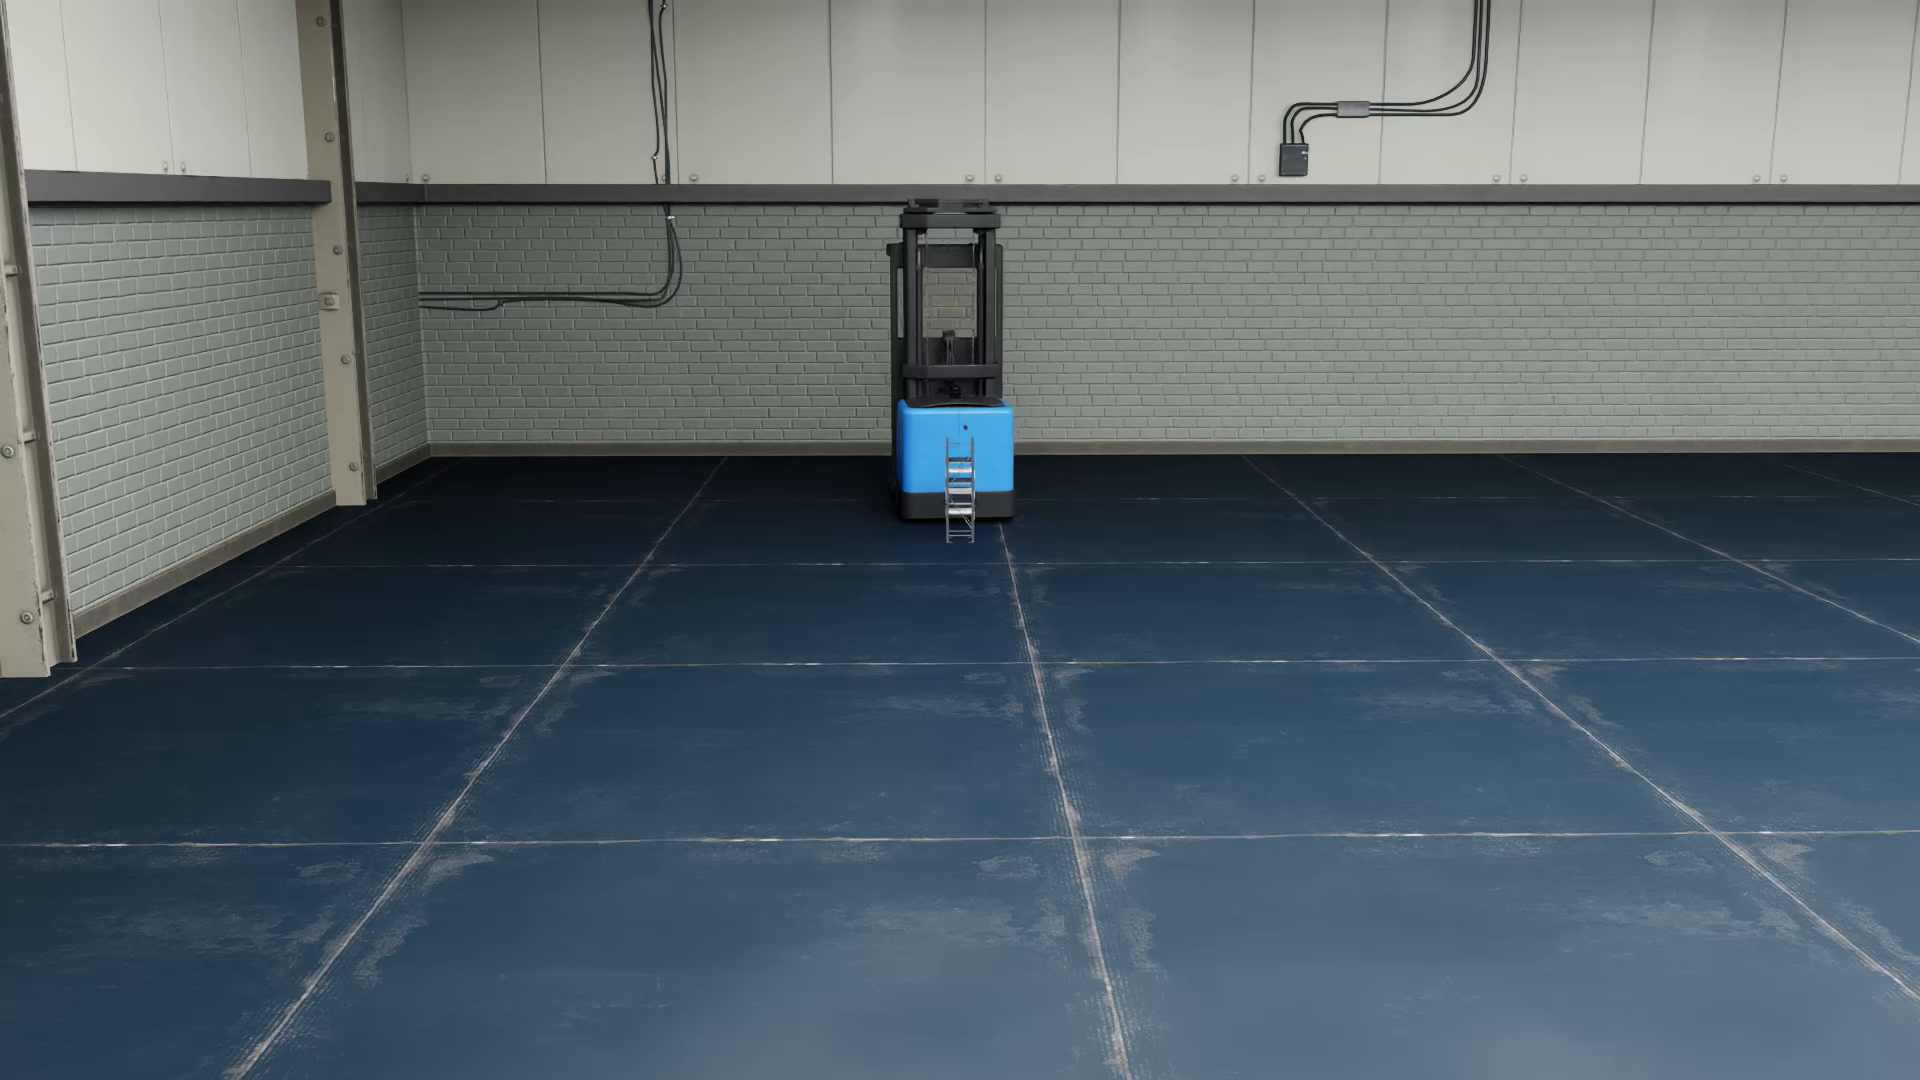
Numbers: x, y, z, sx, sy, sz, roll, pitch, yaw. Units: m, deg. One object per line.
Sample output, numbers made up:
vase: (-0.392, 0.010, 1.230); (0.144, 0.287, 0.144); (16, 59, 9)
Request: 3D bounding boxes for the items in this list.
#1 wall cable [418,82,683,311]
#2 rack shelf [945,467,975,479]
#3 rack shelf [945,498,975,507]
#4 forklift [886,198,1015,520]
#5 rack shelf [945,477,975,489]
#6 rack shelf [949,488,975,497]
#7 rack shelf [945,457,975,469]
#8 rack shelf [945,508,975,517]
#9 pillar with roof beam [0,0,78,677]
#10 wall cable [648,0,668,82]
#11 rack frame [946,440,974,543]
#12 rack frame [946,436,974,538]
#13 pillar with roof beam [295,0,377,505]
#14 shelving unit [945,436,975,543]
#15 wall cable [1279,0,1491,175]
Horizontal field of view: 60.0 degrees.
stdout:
wall cable: (-4.710, -3.857, 18.750); (3.097, 2.526, 0.112); (0, 11, -1)
rack shelf: (0.000, -0.583, 14.433); (0.258, 0.077, 0.200); (0, 11, -1)
rack shelf: (0.000, -0.319, 14.486); (0.258, 0.077, 0.200); (0, 11, -1)
forklift: (-0.152, -1.866, 16.383); (1.130, 2.935, 3.031); (-1, 12, -5)
rack shelf: (0.000, -0.495, 14.450); (0.258, 0.077, 0.200); (0, 11, -1)
rack shelf: (0.000, -0.407, 14.468); (0.258, 0.077, 0.200); (0, 11, -1)
rack shelf: (0.000, -0.671, 14.415); (0.258, 0.077, 0.200); (0, 11, -1)
rack shelf: (0.000, -0.230, 14.504); (0.258, 0.077, 0.200); (0, 11, -1)
pillar with roof beam: (-1.543, -3.613, 9.736); (9.100, 9.000, 0.400); (0, 11, -1)
wall cable: (-2.005, -6.344, 18.303); (3.097, 2.526, 0.112); (0, 11, -1)
rack frame: (0.002, -0.419, 14.362); (0.240, 0.900, 0.006); (0, 11, -1)
rack frame: (-0.002, -0.460, 14.561); (0.240, 0.900, 0.006); (0, 11, -1)
pillar with roof beam: (-1.667, -4.806, 15.615); (9.100, 9.000, 0.400); (0, 11, -1)
shelving unit: (0.000, -0.439, 14.462); (0.258, 0.900, 0.210); (0, 11, -1)
wall cable: (4.782, -7.082, 18.280); (2.305, 6.003, 0.169); (0, 11, -1)
